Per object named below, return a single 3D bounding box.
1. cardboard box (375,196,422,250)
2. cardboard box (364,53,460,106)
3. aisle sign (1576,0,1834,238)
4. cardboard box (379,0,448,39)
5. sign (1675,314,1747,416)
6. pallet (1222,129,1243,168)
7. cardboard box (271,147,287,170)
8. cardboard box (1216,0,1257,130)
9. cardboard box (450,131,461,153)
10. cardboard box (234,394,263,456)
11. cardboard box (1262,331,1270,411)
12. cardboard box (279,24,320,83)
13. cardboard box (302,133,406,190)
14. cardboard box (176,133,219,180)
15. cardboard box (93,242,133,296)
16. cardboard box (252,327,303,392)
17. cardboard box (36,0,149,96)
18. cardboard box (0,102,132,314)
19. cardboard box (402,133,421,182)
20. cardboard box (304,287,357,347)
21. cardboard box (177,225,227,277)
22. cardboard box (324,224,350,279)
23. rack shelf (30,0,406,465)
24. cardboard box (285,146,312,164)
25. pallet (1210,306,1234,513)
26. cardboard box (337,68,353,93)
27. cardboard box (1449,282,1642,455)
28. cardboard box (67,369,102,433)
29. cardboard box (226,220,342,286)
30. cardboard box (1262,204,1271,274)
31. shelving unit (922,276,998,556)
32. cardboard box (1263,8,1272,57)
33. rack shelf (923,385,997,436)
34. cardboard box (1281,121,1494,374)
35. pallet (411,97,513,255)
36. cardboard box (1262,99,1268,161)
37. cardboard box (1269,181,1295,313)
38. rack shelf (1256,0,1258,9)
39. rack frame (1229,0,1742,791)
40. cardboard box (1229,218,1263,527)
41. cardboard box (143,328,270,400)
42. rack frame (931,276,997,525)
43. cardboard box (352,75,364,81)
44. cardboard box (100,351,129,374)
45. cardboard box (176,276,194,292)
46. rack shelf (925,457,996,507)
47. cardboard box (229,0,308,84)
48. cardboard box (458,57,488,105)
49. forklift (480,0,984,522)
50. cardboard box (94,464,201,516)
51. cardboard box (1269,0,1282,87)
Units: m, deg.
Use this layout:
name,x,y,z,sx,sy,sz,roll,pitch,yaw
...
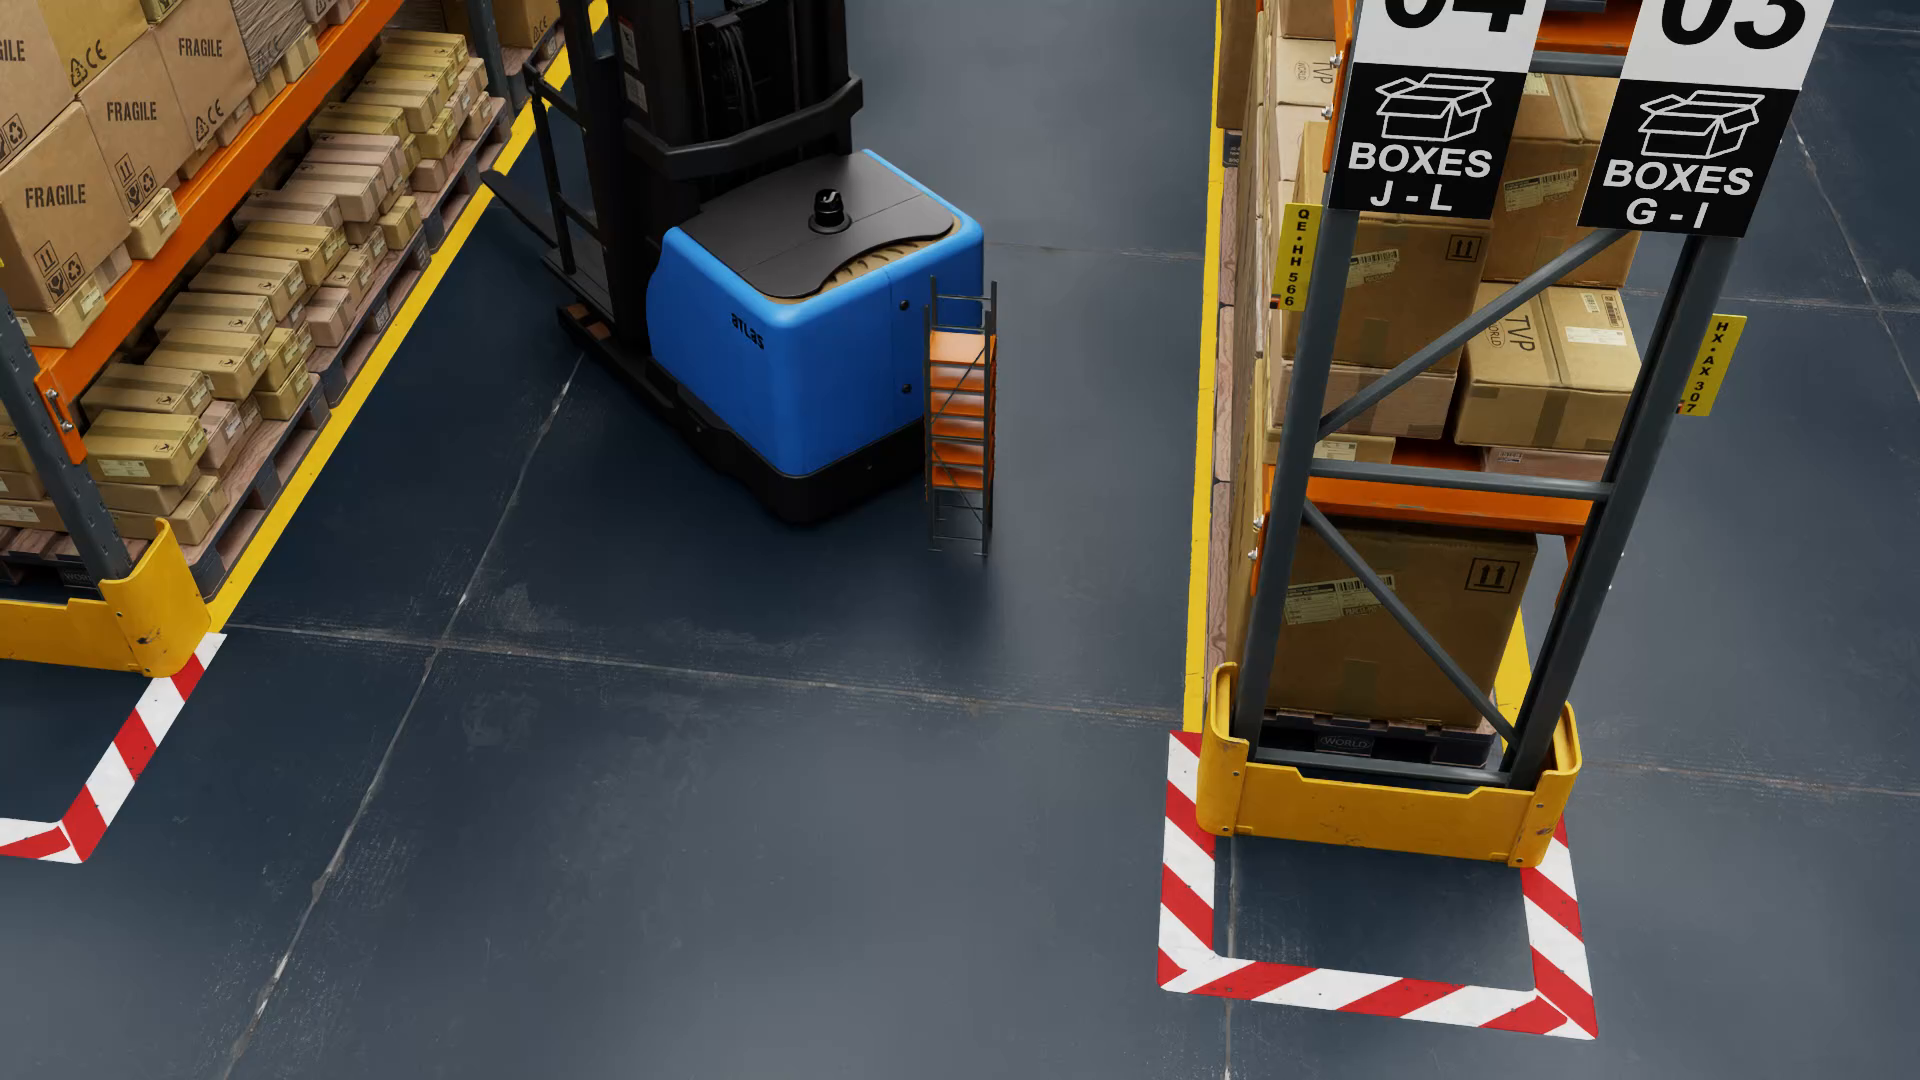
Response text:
name,x,y,z,sx,sy,sz,roll,pitch,yaw
cardboard box,-2.813,-1.527,7.949,0.380,0.149,0.250,5,44,5
cardboard box,-2.746,-2.303,8.336,0.380,0.149,0.250,6,44,6
aisle sign,1.700,-1.035,3.771,0.394,0.787,0.004,5,44,6
cardboard box,-3.114,-3.185,9.445,0.500,0.500,0.500,4,44,5
sign,1.961,-0.456,4.363,0.100,0.325,0.005,5,44,6
pallet,1.968,-2.414,9.146,1.003,0.211,1.213,5,44,6
cardboard box,-3.419,-1.826,7.832,0.380,0.149,0.250,6,44,6
cardboard box,2.006,-2.712,8.673,1.225,0.875,0.875,5,44,6
cardboard box,-2.794,-2.063,8.515,0.380,0.149,0.250,6,44,7
cardboard box,-3.125,-0.488,6.852,0.380,0.149,0.250,6,44,6
cardboard box,1.165,-0.526,5.307,0.380,0.149,0.250,6,44,6
cardboard box,-2.903,-2.034,6.899,0.380,0.149,0.250,6,44,6
cardboard box,-2.828,-1.770,7.773,0.380,0.149,0.250,3,44,3
cardboard box,-3.084,-1.514,6.350,0.380,0.149,0.250,5,44,5
cardboard box,-3.131,-0.964,5.769,0.380,0.149,0.250,7,44,7
cardboard box,-2.989,-0.767,6.931,0.380,0.149,0.250,7,44,7
cardboard box,-3.108,-1.821,5.475,0.500,0.500,0.500,6,44,7
cardboard box,-3.158,-1.112,5.454,0.500,0.500,0.500,7,44,7
cardboard box,-2.861,-1.863,8.088,0.380,0.149,0.250,6,44,6
cardboard box,-2.924,-0.997,7.389,0.380,0.149,0.250,3,44,3
cardboard box,-3.452,-1.287,7.263,0.380,0.149,0.250,4,44,4
cardboard box,-3.008,-1.329,7.523,0.380,0.149,0.250,7,44,7
rack shelf,-3.227,-1.789,6.981,1.077,0.370,4.000,5,44,6
cardboard box,-3.307,-1.887,8.113,0.380,0.149,0.250,3,44,3
pallet,1.604,-0.536,7.163,1.003,0.211,1.213,5,44,6
cardboard box,-3.308,-2.348,8.384,0.380,0.149,0.250,7,44,8
cardboard box,1.743,-0.524,5.014,0.500,0.250,0.500,4,44,4
cardboard box,-3.582,-0.570,6.506,0.380,0.149,0.250,6,44,6
cardboard box,-2.931,-1.245,7.219,0.380,0.149,0.250,6,44,6
cardboard box,1.266,-1.045,5.855,0.380,0.149,0.250,4,44,5
shelving unit,0.002,-0.446,6.348,0.258,1.200,0.189,5,44,6
cardboard box,1.470,-2.093,6.961,0.380,0.149,0.250,4,44,4
rack shelf,0.002,-0.500,6.296,0.258,0.103,0.180,5,44,6
cardboard box,1.216,-0.849,4.812,0.500,0.500,0.500,6,44,6
pallet,-3.016,-1.940,8.645,1.003,0.211,1.213,5,44,6
cardboard box,1.367,-1.568,6.407,0.380,0.149,0.250,4,44,4
cardboard box,1.281,-0.921,5.434,0.500,0.250,0.500,5,44,5
rack shelf,2.205,-3.995,9.311,1.077,0.370,4.000,5,44,6
rack frame,1.412,-0.167,4.745,1.000,3.000,0.127,5,44,6
cardboard box,1.538,-0.612,6.455,0.875,0.875,0.875,5,44,6
cardboard box,-3.008,-0.705,6.649,0.380,0.149,0.250,5,44,5
rack frame,0.014,-0.508,6.414,0.240,1.200,0.006,5,44,6
cardboard box,-3.327,-2.420,8.676,0.380,0.149,0.250,7,44,7
cardboard box,-3.637,-0.652,6.809,0.380,0.149,0.250,4,44,4
cardboard box,-3.529,-1.179,7.366,0.380,0.149,0.250,7,44,8
rack shelf,0.002,-0.239,6.543,0.258,0.103,0.180,5,44,6
cardboard box,-2.974,-2.160,6.560,0.500,0.500,0.500,4,44,4
cardboard box,-2.689,-2.395,8.649,0.380,0.149,0.250,6,44,6
forklift,-1.208,-2.088,6.823,1.130,2.935,3.031,-29,51,-27
cardboard box,-3.167,-0.246,6.380,0.380,0.149,0.250,7,44,7
cardboard box,1.485,-1.959,6.530,0.500,0.250,0.500,6,44,7
